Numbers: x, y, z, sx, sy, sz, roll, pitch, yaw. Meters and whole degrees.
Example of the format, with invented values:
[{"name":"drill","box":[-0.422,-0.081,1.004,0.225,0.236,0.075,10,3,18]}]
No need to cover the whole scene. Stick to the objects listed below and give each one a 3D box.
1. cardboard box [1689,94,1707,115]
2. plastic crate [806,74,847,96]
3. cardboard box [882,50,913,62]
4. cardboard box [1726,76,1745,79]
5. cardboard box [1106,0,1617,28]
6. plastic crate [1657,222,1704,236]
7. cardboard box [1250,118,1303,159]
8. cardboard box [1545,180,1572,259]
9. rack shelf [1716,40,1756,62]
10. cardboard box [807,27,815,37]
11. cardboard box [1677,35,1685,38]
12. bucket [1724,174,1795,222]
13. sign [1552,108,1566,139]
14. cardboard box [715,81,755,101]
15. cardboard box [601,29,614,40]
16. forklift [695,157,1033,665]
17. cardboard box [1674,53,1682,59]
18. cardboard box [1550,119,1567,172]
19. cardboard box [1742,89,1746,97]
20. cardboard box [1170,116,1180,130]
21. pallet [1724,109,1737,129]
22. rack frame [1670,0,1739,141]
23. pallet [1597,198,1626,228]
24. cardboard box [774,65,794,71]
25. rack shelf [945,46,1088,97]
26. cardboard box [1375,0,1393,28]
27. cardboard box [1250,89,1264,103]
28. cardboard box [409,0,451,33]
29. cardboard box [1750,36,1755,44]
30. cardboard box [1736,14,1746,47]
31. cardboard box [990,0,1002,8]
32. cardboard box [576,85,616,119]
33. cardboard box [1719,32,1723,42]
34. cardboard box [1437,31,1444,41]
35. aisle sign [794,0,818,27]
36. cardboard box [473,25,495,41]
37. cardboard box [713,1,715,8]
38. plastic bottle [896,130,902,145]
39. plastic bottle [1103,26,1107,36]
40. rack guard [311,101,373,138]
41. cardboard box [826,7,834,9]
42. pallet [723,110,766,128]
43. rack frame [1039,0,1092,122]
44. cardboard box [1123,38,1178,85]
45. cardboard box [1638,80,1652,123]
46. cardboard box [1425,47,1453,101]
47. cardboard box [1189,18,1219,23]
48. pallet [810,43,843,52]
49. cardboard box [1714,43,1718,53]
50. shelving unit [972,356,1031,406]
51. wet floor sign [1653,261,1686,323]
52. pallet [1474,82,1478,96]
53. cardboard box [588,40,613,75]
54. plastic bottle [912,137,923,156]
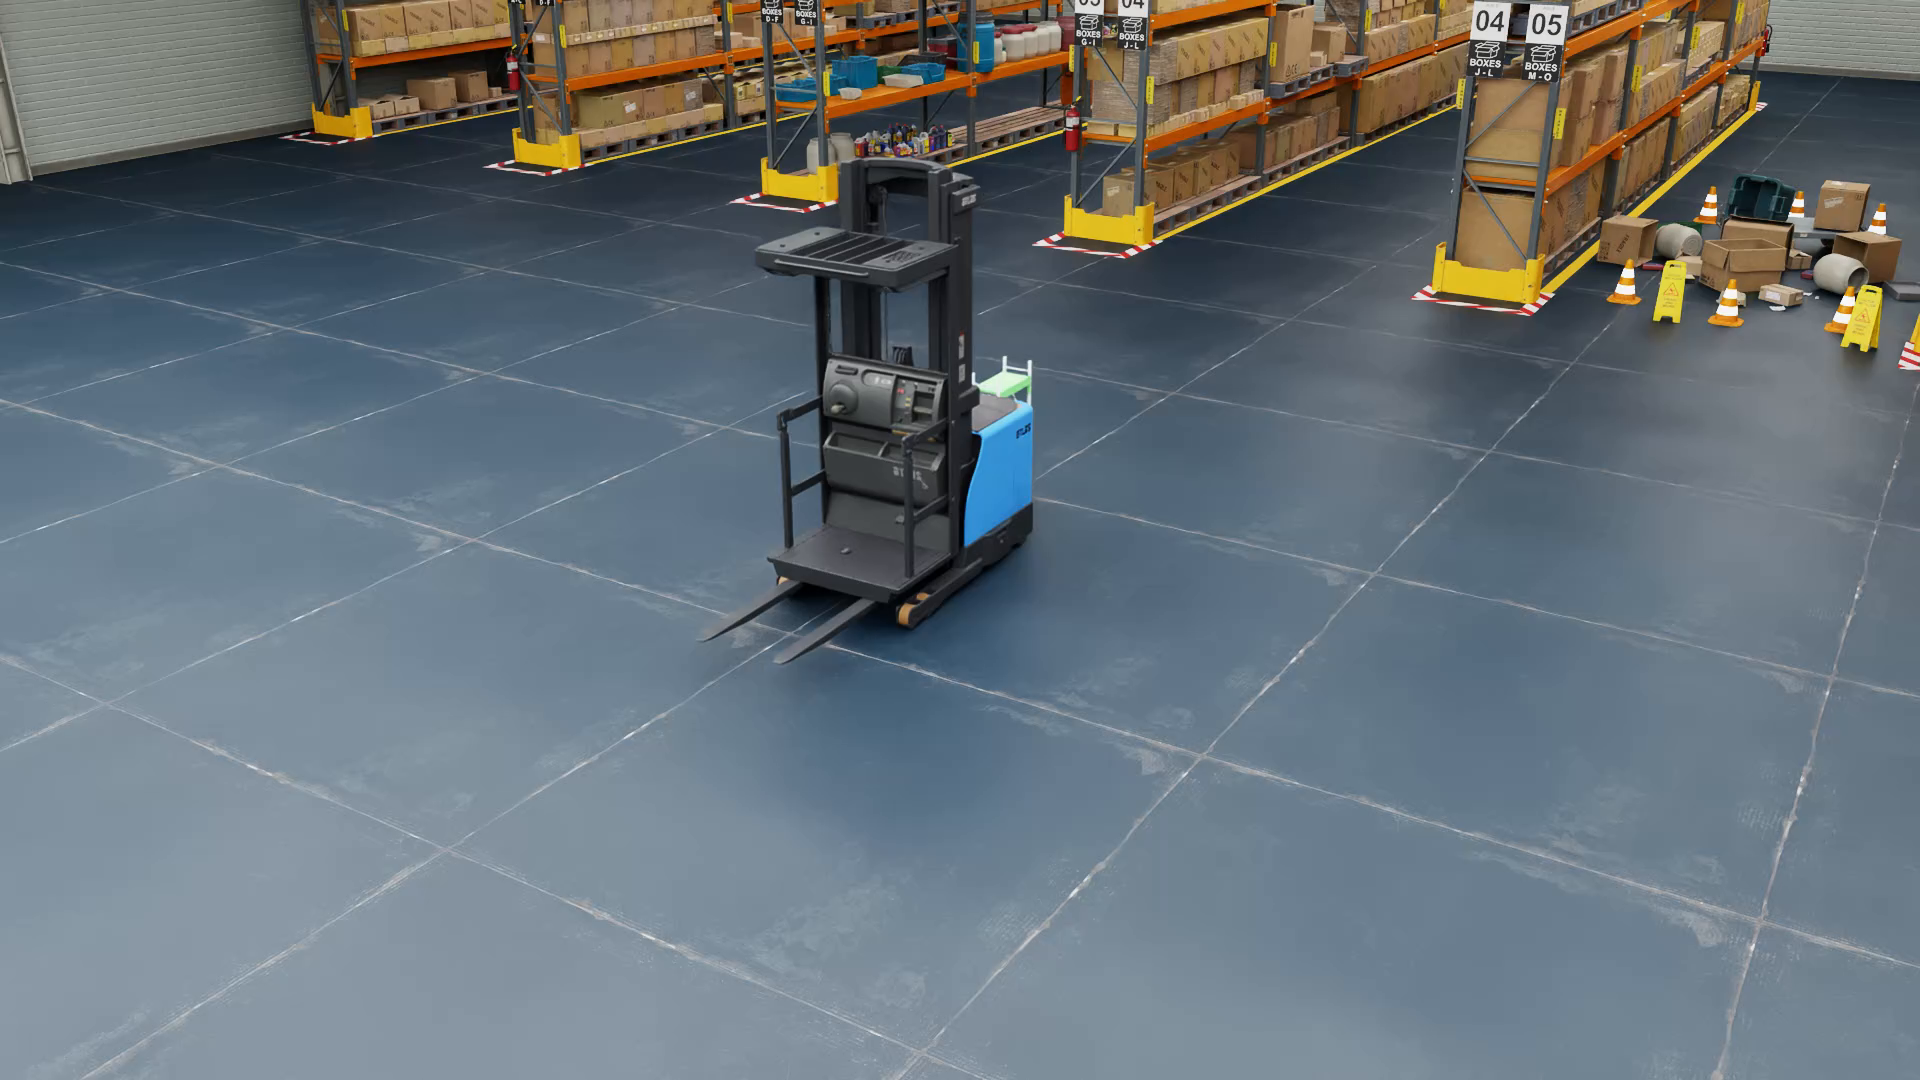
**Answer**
[{"name":"cardboard box","box":[11.651,-6.999,26.651,0.500,0.250,0.500,13,26,27]},{"name":"plastic crate","box":[-1.963,-6.708,24.493,0.499,0.251,0.408,14,27,29]},{"name":"cardboard box","box":[-1.283,-9.561,33.488,0.500,0.500,0.500,13,27,28]},{"name":"cardboard box","box":[14.243,-8.469,30.683,0.380,0.149,0.250,14,27,30]},{"name":"cardboard box","box":[5.164,-7.791,24.909,10.120,1.909,7.018,14,27,28]},{"name":"plastic crate","box":[9.180,-3.968,21.444,0.662,0.188,0.450,-12,16,-26]},{"name":"cardboard box","box":[4.902,-6.243,25.823,0.700,0.500,0.500,11,26,24]},{"name":"cardboard box","box":[6.812,-3.973,20.134,0.875,0.875,0.875,13,27,28]},{"name":"rack shelf","box":[13.433,-8.700,29.567,0.919,0.124,3.809,14,27,29]},{"name":"cardboard box","box":[-2.931,-9.509,31.091,0.380,0.149,0.250,16,28,33]},{"name":"cardboard box","box":[11.090,-7.644,25.506,0.380,0.149,0.250,13,26,27]},{"name":"bucket","box":[10.045,-4.232,20.793,0.620,0.611,0.726,-6,22,-39]},{"name":"sign","box":[6.517,-4.531,18.087,0.100,0.325,0.005,14,27,29]},{"name":"cardboard box","box":[-3.987,-7.992,29.498,0.500,0.311,0.500,14,27,29]},{"name":"cardboard box","box":[-5.731,-8.055,26.476,0.380,0.149,0.250,13,27,28]},{"name":"forklift","box":[-0.629,-0.960,11.113,1.130,2.935,3.031,13,27,28]},{"name":"cardboard box","box":[10.694,-7.251,24.972,0.380,0.149,0.250,15,28,31]},{"name":"cardboard box","box":[6.477,-4.609,19.269,0.875,0.550,0.550,14,27,29]},{"name":"cardboard box","box":[14.180,-8.223,30.490,0.380,0.149,0.250,13,26,27]},{"name":"cardboard box","box":[2.648,-5.470,21.763,0.380,0.149,0.250,14,27,29]},{"name":"pallet","box":[13.345,-7.634,29.953,1.003,0.211,1.213,14,27,29]},{"name":"rack frame","box":[12.378,-8.266,27.903,1.000,3.000,0.127,14,27,29]},{"name":"pallet","box":[8.501,-4.562,22.858,1.003,0.211,1.213,14,27,29]},{"name":"cardboard box","box":[-3.373,-8.789,31.338,0.500,0.311,0.500,13,27,28]},{"name":"rack shelf","box":[0.845,-8.022,28.246,1.077,0.370,4.000,14,27,29]},{"name":"cardboard box","box":[6.853,-8.958,28.115,0.797,0.503,0.637,15,27,30]},{"name":"cardboard box","box":[4.134,-6.390,23.886,0.380,0.149,0.250,14,27,29]},{"name":"cardboard box","box":[-9.420,-9.300,29.513,0.500,0.500,0.500,15,27,31]},{"name":"cardboard box","box":[14.159,-9.076,30.092,0.380,0.149,0.250,15,27,30]},{"name":"cardboard box","box":[13.109,-8.731,28.478,0.500,0.500,0.500,14,27,29]},{"name":"cardboard box","box":[0.572,-11.751,35.828,0.500,0.500,0.500,14,27,30]},{"name":"cardboard box","box":[-5.981,-7.225,27.489,0.500,0.500,0.500,14,27,29]},{"name":"cardboard box","box":[12.336,-8.304,27.405,0.380,0.149,0.250,15,27,31]},{"name":"cardboard box","box":[8.656,-9.254,30.503,0.380,0.149,0.250,14,27,29]},{"name":"aisle sign","box":[-2.109,-7.434,22.711,0.394,0.787,0.004,14,27,29]},{"name":"cardboard box","box":[-8.889,-9.304,30.465,0.500,0.250,0.500,14,27,29]},{"name":"cardboard box","box":[-5.491,-11.500,35.665,0.380,0.149,0.250,14,27,30]},{"name":"plastic bottle","box":[-0.962,-6.367,26.398,0.097,0.271,0.097,0,23,0]},{"name":"plastic bottle","box":[2.615,-9.153,30.101,0.061,0.283,0.133,14,27,29]},{"name":"rack guard","box":[-10.696,-7.282,28.777,1.175,0.500,0.348,14,27,29]},{"name":"cardboard box","box":[-3.084,-12.718,39.989,0.380,0.149,0.250,14,27,29]},{"name":"pallet","box":[-4.061,-7.694,30.092,1.003,0.211,1.213,14,27,29]},{"name":"rack frame","box":[1.900,-9.027,29.662,1.000,3.000,0.127,14,27,29]},{"name":"cardboard box","box":[2.410,-6.059,21.047,0.500,0.500,0.500,14,27,29]},{"name":"cardboard box","box":[8.930,-5.903,22.320,0.500,0.500,0.500,14,27,29]},{"name":"cardboard box","box":[8.634,-8.763,31.198,0.875,0.875,0.875,14,27,29]},{"name":"cardboard box","box":[3.282,-7.013,23.250,0.500,0.500,0.500,14,27,29]},{"name":"pallet","box":[-3.296,-11.827,39.641,1.003,0.211,1.213,14,27,29]},{"name":"cardboard box","box":[12.201,-8.080,27.262,0.380,0.149,0.250,14,27,29]},{"name":"shelving unit","box":[0.317,-0.762,12.835,0.258,1.200,0.503,13,27,28]},{"name":"wet floor sign","box":[7.715,-2.710,18.034,0.267,0.644,0.232,9,25,20]},{"name":"pallet","box":[9.973,-9.123,33.395,1.003,0.211,1.213,14,27,29]},{"name":"cardboard box","box":[-5.996,-7.745,26.576,0.700,0.500,0.500,15,27,30]},{"name":"plastic bottle","box":[-0.665,-6.123,25.830,0.152,0.276,0.135,14,27,30]}]
